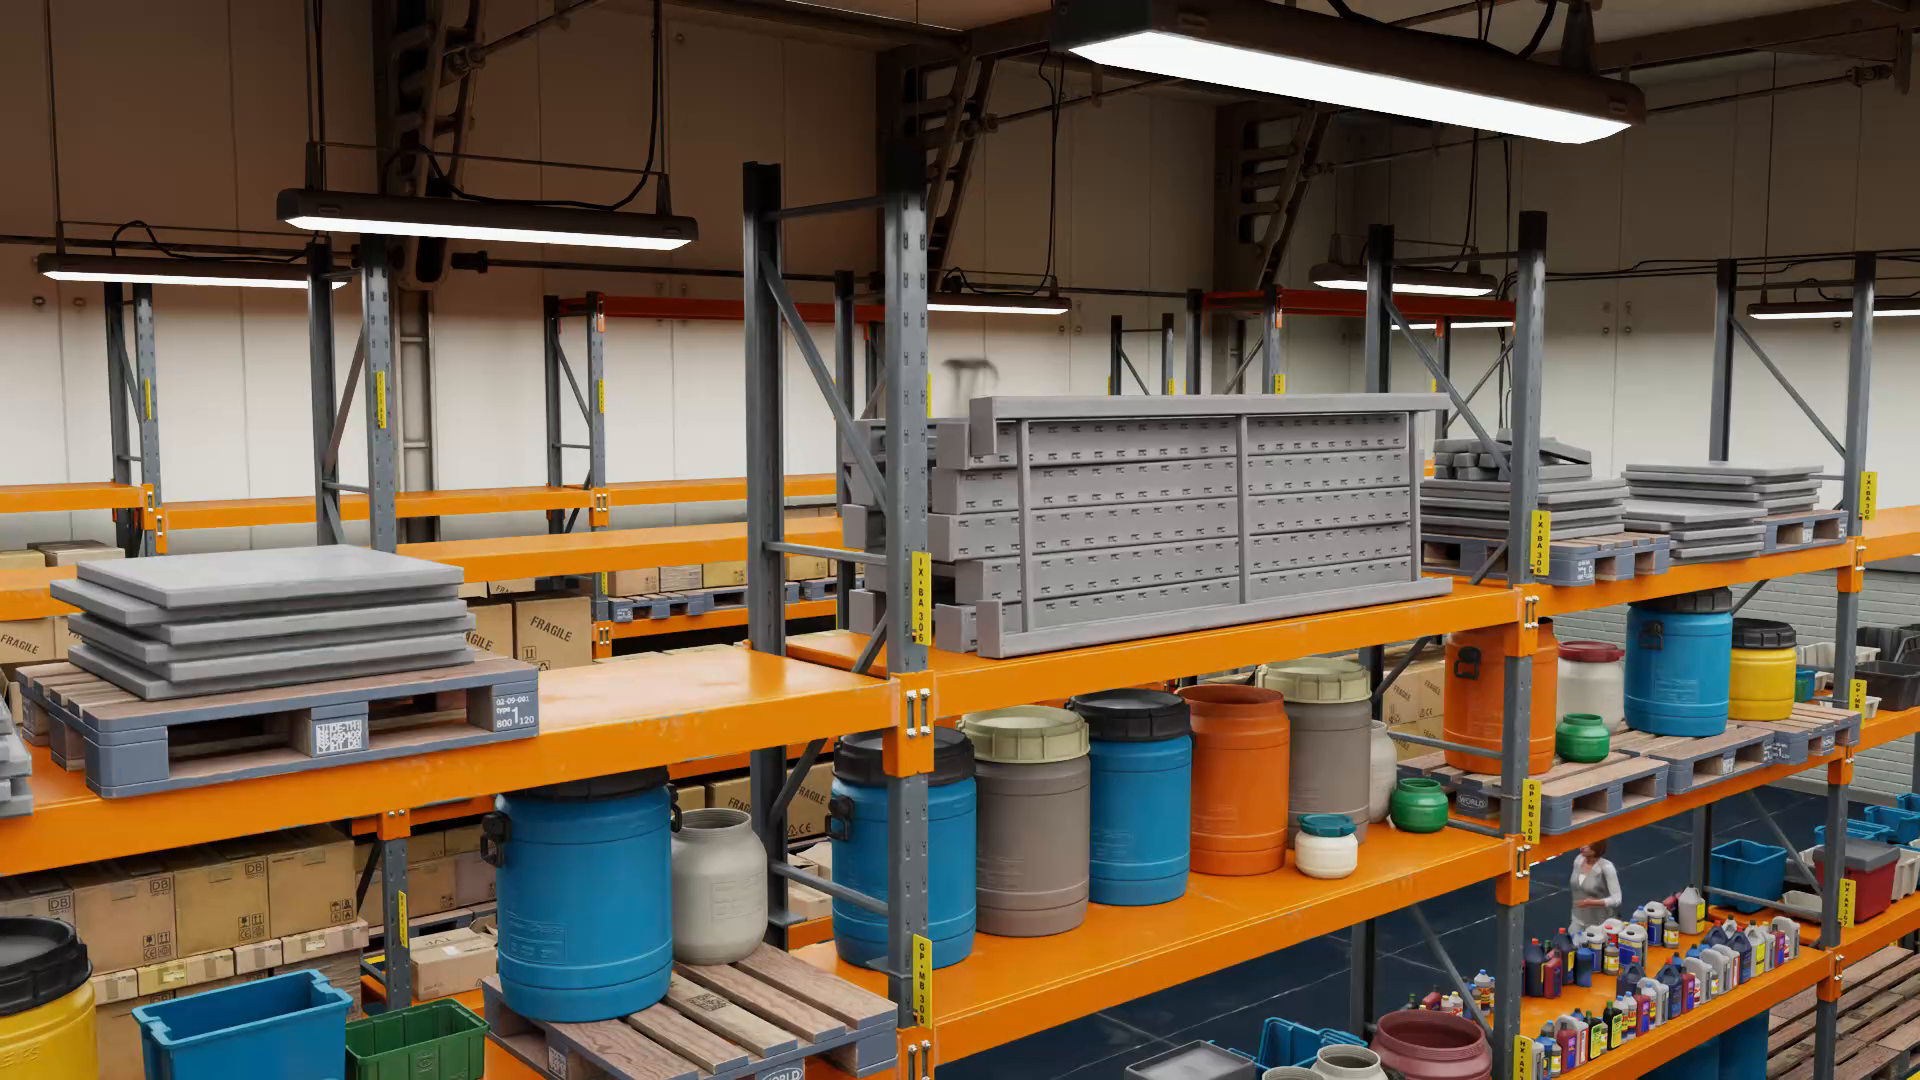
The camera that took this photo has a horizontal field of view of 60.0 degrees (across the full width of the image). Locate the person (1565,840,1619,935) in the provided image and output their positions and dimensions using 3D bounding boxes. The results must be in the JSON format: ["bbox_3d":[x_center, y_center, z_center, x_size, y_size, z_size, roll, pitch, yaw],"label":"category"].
[{"bbox_3d":[5.024,3.124,13.259,0.701,1.613,0.506,-4,7,-38],"label":"person"}]
